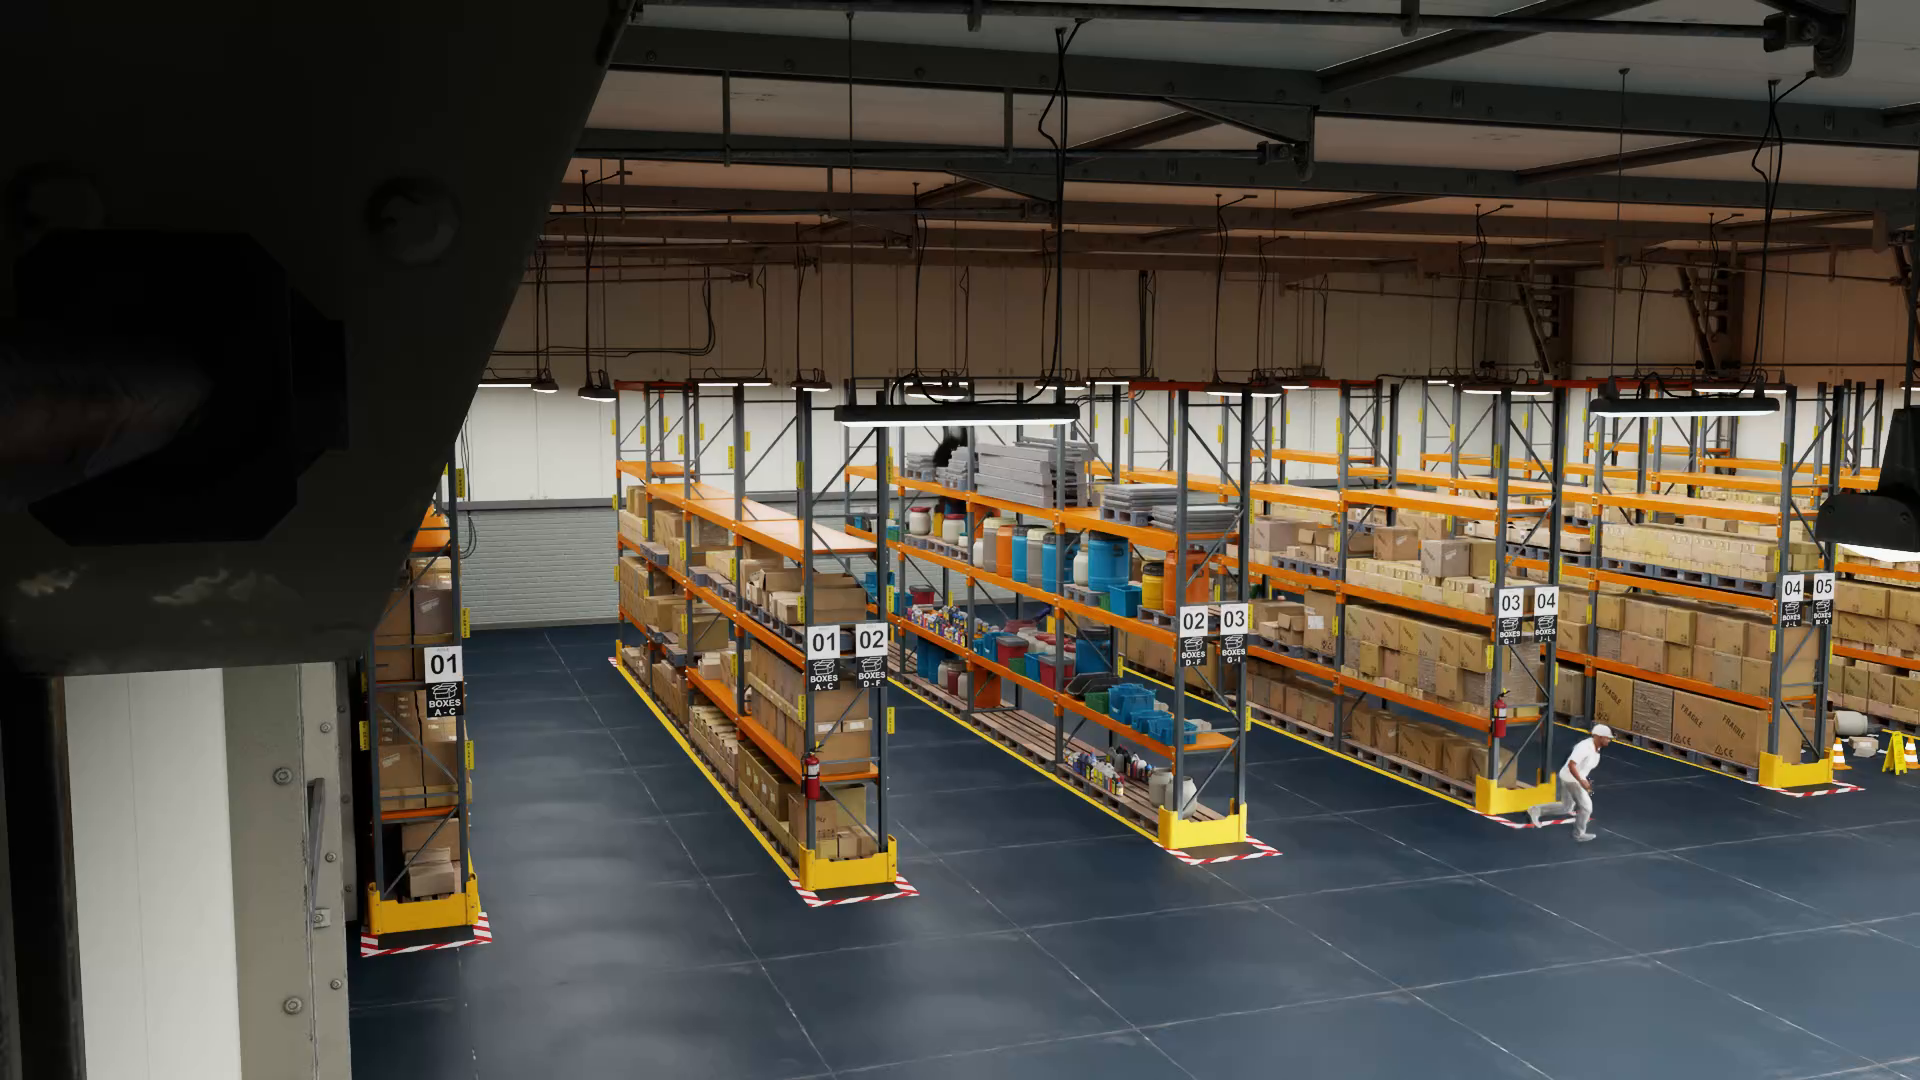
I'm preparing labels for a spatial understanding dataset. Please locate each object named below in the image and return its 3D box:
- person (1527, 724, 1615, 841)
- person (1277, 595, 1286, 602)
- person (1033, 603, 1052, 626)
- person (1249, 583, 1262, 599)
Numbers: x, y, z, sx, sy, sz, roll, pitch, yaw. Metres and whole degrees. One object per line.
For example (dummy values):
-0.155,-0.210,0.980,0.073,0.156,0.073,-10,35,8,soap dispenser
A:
8.127,3.212,22.161,1.084,1.618,0.687,4,7,32,person
6.362,1.976,33.103,0.711,1.764,0.880,-2,6,-19,person
2.217,1.315,39.602,0.906,1.632,0.609,1,6,7,person
7.466,1.149,41.224,0.950,1.815,0.693,-2,6,-15,person
